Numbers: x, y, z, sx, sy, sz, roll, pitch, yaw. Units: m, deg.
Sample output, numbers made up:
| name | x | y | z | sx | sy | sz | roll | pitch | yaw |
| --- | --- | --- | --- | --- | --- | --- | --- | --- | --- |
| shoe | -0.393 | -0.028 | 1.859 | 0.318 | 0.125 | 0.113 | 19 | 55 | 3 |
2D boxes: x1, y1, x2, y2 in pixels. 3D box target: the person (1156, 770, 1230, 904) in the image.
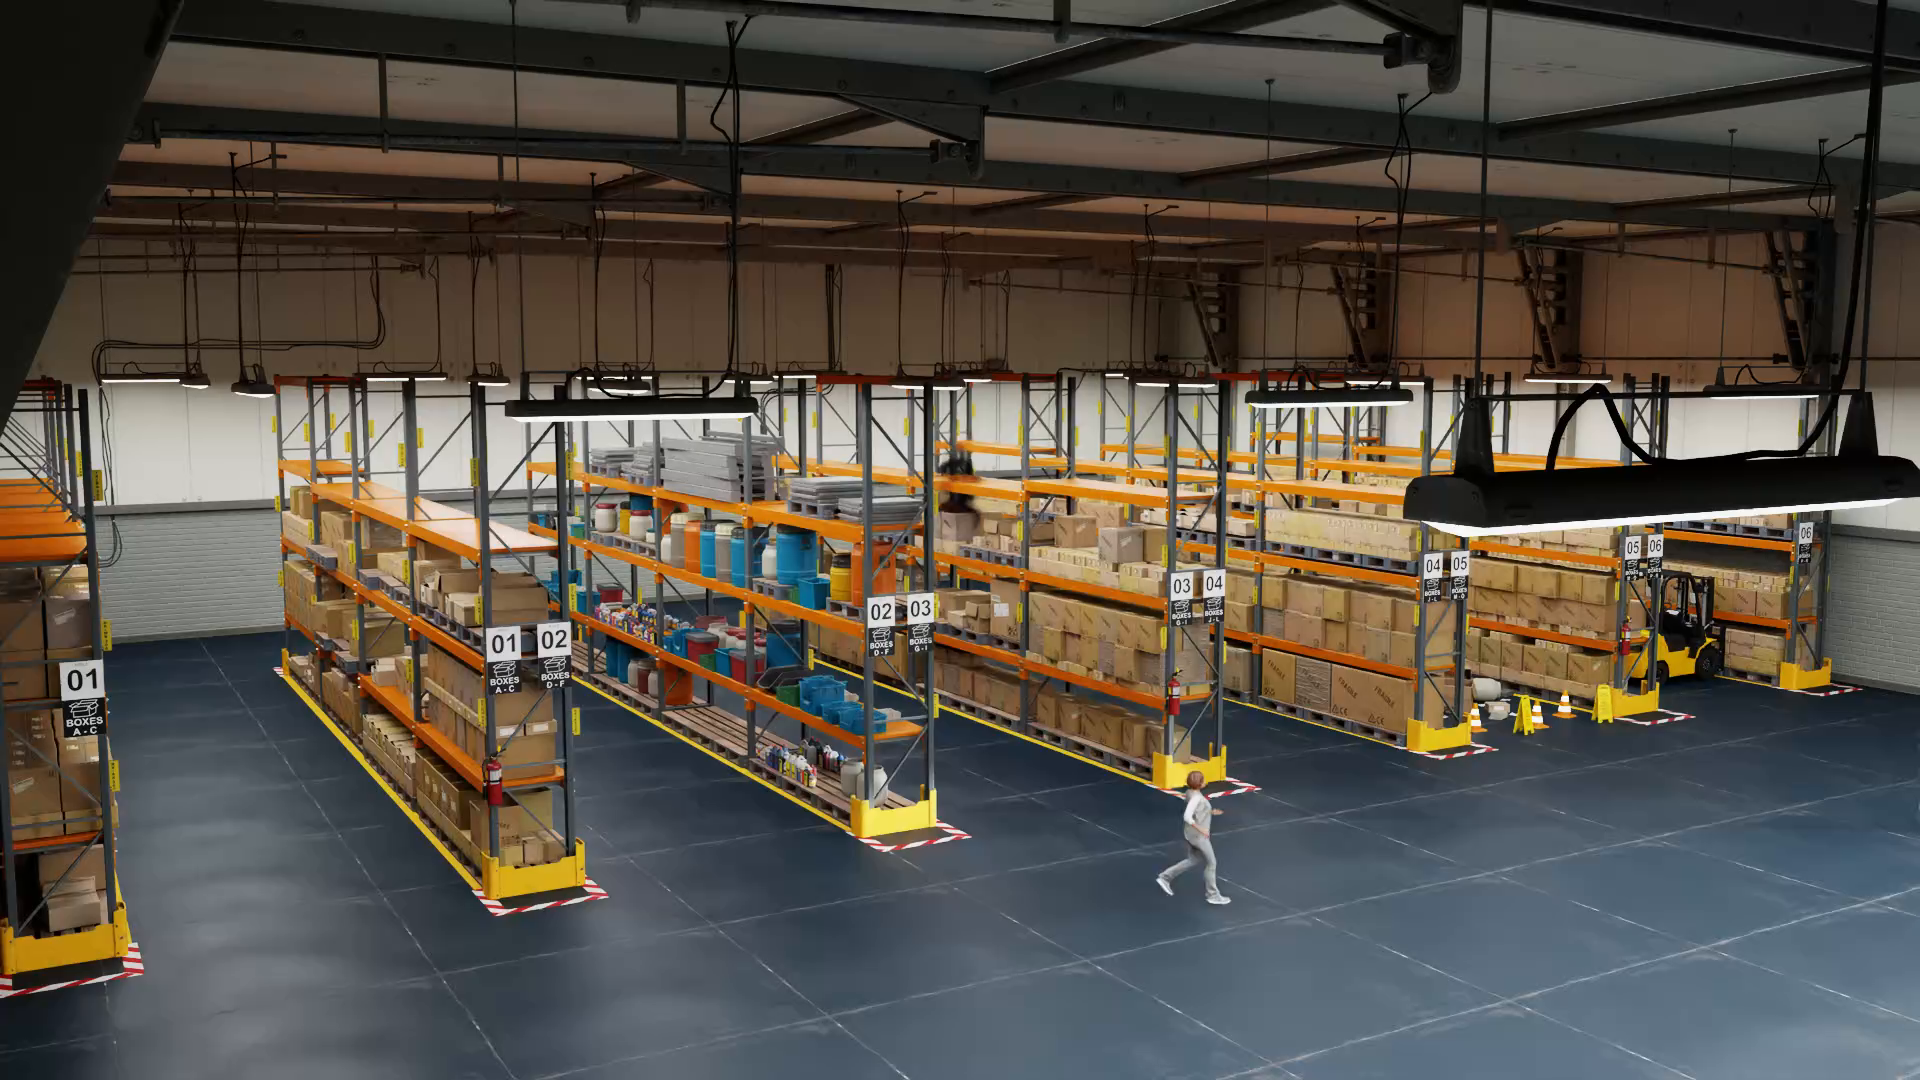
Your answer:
| name | x | y | z | sx | sy | sz | roll | pitch | yaw |
| --- | --- | --- | --- | --- | --- | --- | --- | --- | --- |
| person | 2.715 | 3.434 | 19.216 | 0.864 | 1.575 | 0.544 | -1 | 6 | -6 |

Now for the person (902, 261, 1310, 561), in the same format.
| name | x | y | z | sx | sy | sz | roll | pitch | yaw |
| --- | --- | --- | --- | --- | --- | --- | --- | --- | --- |
| person | 4.175 | -3.126 | 44.860 | 12.594 | 8.916 | 11.615 | 0 | 6 | -4 |
